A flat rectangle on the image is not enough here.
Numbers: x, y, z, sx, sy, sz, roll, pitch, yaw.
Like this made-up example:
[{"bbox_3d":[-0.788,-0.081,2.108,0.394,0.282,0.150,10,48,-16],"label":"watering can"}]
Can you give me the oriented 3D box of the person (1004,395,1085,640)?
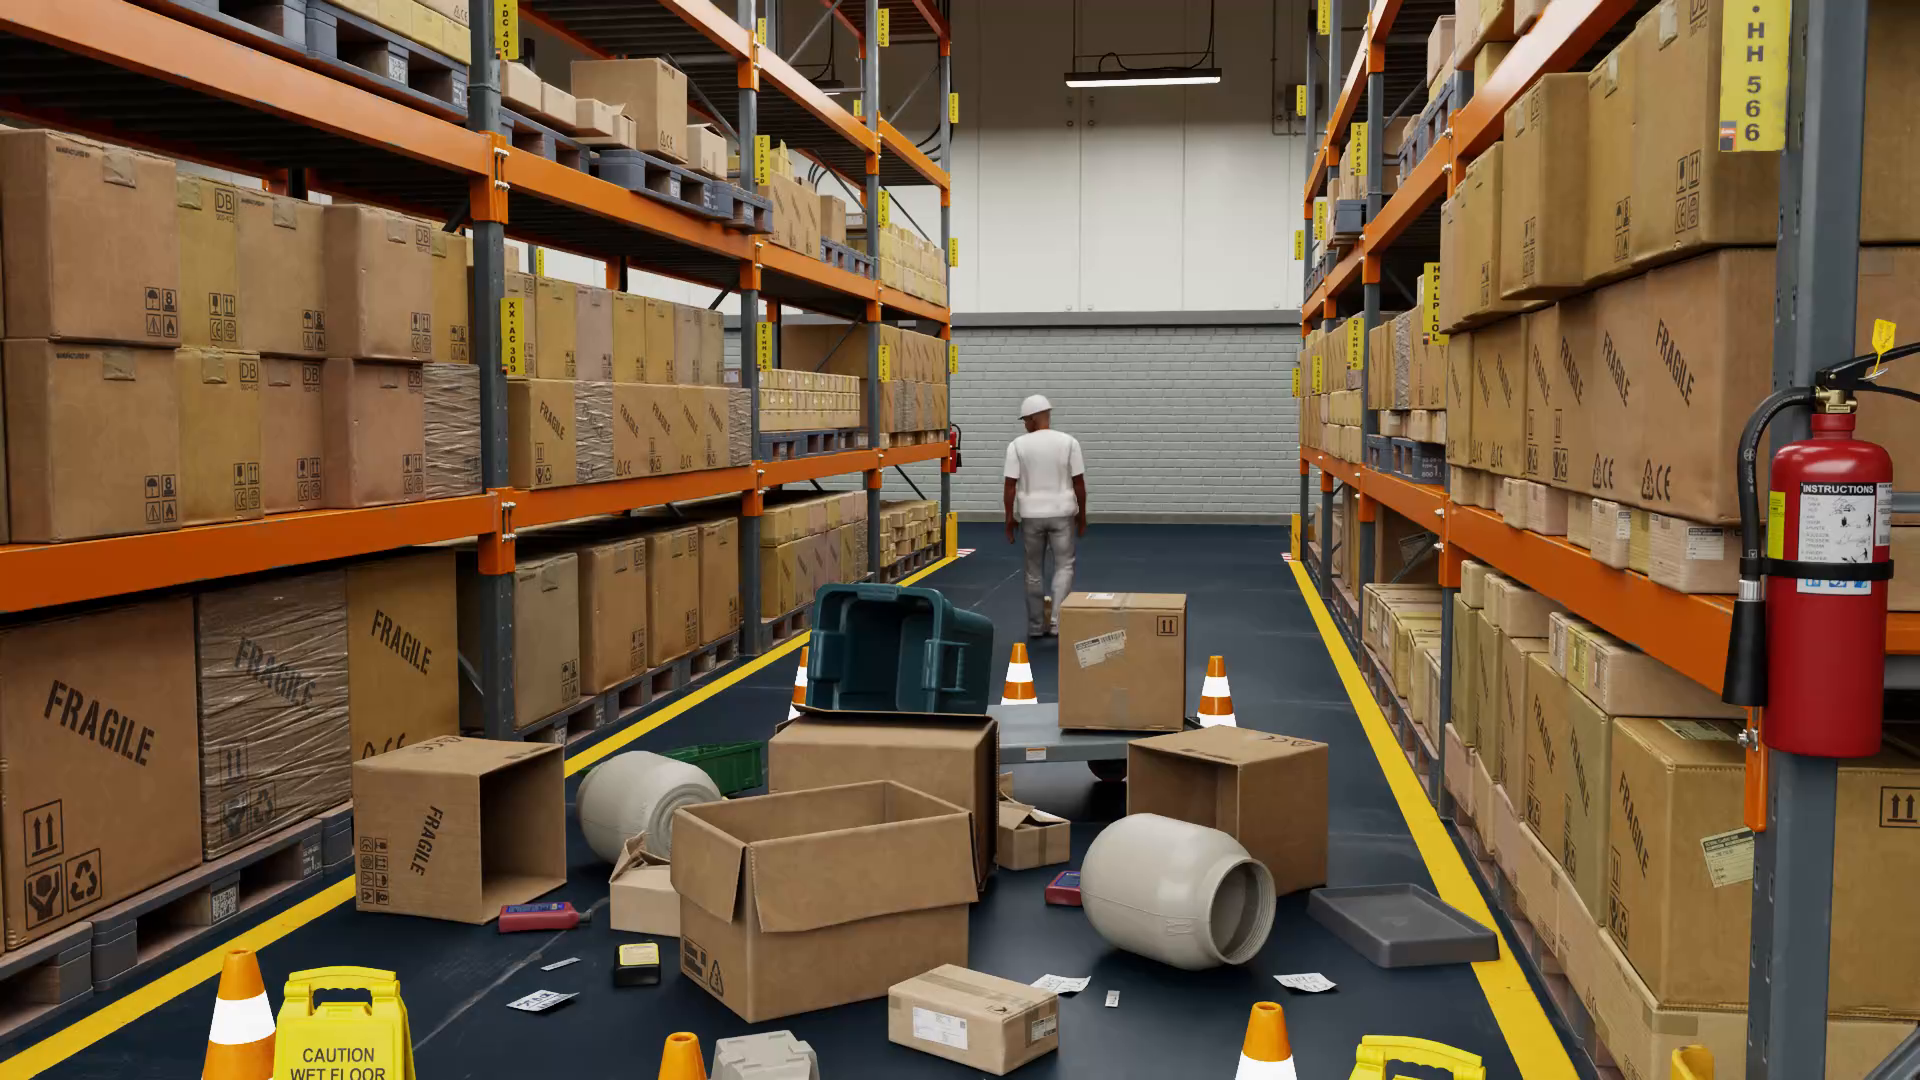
[{"bbox_3d":[0.614,-0.149,12.006,0.574,1.792,0.533,1,5,10],"label":"person"}]
